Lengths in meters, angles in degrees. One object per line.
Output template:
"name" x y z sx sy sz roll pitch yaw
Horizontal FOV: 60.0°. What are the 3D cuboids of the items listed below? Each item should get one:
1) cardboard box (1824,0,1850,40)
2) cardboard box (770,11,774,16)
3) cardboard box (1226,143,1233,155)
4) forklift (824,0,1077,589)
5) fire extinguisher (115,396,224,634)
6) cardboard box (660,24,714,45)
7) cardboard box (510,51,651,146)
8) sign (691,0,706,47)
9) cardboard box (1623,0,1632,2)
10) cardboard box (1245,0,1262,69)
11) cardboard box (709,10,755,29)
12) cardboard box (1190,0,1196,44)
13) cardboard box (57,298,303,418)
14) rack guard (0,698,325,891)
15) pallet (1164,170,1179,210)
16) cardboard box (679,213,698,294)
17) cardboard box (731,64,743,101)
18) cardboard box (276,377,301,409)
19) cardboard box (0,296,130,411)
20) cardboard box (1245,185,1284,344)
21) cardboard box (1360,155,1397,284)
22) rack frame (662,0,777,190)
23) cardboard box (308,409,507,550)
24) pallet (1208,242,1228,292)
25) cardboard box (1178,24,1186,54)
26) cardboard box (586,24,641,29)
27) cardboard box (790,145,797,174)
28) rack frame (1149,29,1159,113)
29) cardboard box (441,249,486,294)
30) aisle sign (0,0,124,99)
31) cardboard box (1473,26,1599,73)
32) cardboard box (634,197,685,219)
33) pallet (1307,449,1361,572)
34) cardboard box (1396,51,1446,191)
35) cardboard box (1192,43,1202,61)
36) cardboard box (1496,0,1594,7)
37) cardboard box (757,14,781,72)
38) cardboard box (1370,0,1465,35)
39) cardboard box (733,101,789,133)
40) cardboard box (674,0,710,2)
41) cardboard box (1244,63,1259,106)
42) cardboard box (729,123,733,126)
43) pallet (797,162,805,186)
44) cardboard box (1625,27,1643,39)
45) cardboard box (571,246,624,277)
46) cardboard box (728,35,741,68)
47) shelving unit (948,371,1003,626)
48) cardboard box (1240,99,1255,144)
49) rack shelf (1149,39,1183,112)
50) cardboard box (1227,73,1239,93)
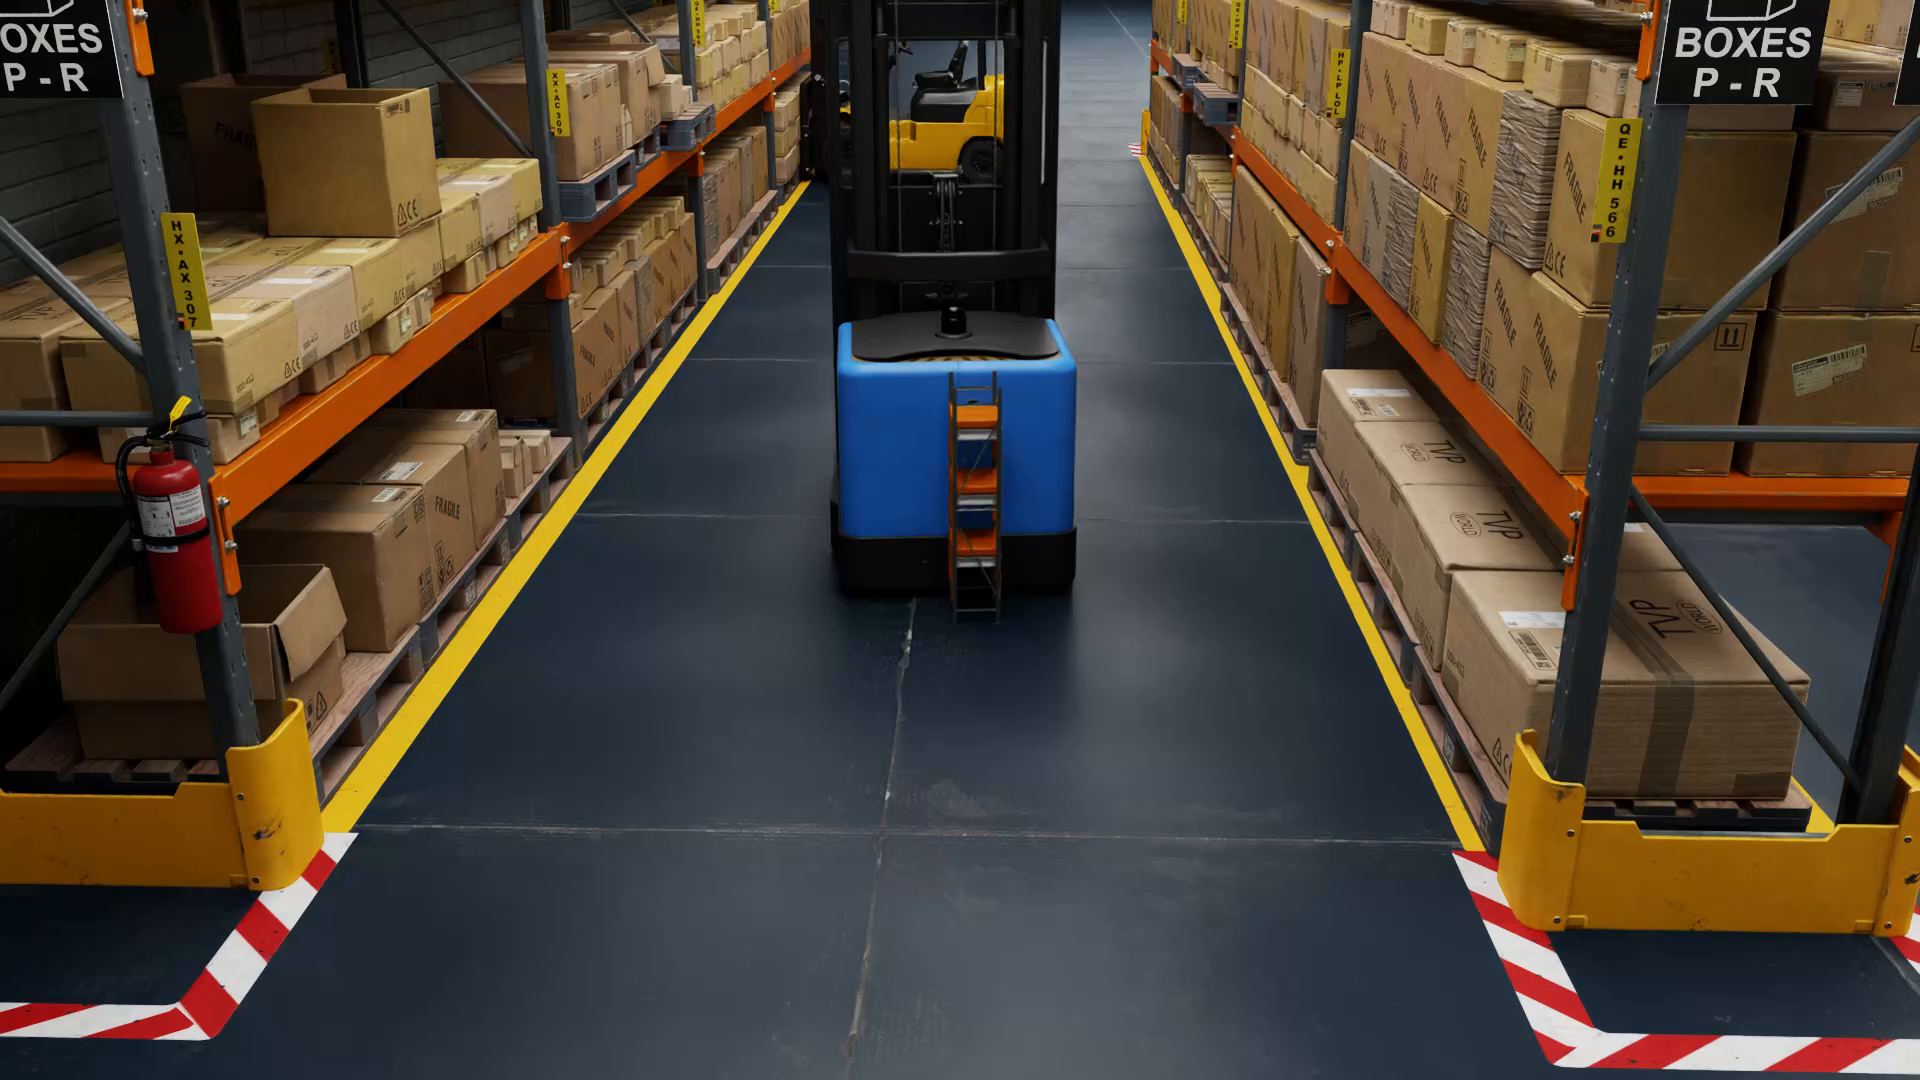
"cardboard box" 7.542 -4.390 13.677 0.700 0.500 0.500 0 21 1
"cardboard box" -2.036 -5.235 16.339 0.380 0.149 0.250 1 21 3
"cardboard box" 2.935 -4.100 16.634 0.500 0.500 0.500 2 21 4
"forklift" -0.097 -1.640 8.203 1.130 2.935 3.031 -1 21 -3
"fire extinguisher" -2.222 -0.073 4.692 0.296 0.674 0.183 1 21 2
"cardboard box" -2.148 -3.979 13.102 0.380 0.149 0.250 1 21 2
"cardboard box" -2.280 -2.673 10.053 0.700 0.500 0.500 1 21 1
"sign" -1.894 -3.734 12.014 0.100 0.325 0.005 1 21 2
"cardboard box" 7.592 -6.094 17.887 0.875 0.550 0.550 1 21 2
"cardboard box" 2.266 -3.517 11.427 0.500 0.500 0.500 0 21 0
"cardboard box" -2.028 -4.625 14.767 0.380 0.149 0.250 0 21 0
"cardboard box" 2.331 -4.660 14.762 0.500 0.500 0.500 1 21 2
"cardboard box" -2.397 -0.571 5.149 0.500 0.250 0.500 1 21 2
"rack guard" -2.677 0.797 5.284 1.175 0.500 0.348 1 21 2
"pallet" 2.632 -3.570 16.937 1.003 0.211 1.213 1 21 2
"cardboard box" -2.234 -2.109 12.192 0.500 0.500 0.500 1 21 3
"cardboard box" -2.132 -3.877 14.081 0.500 0.250 0.500 1 21 3
"cardboard box" -2.461 -0.528 5.589 0.380 0.149 0.250 0 21 1
"cardboard box" -2.931 -0.579 5.170 0.500 0.250 0.500 1 21 3
"cardboard box" 2.390 -1.814 10.915 0.875 0.875 0.875 1 21 2
"cardboard box" 2.108 -1.432 7.434 0.500 0.500 0.500 1 21 2
"rack frame" -2.315 -4.680 15.943 1.000 3.000 0.127 1 21 2
"cardboard box" -2.470 -0.275 7.467 0.700 0.500 0.500 0 21 0
"pallet" 2.550 -2.163 13.311 1.003 0.211 1.213 1 21 2
"cardboard box" 2.412 -4.975 16.155 0.500 0.500 0.500 0 21 0
"cardboard box" -2.726 -3.981 13.107 0.380 0.149 0.250 0 21 1
"cardboard box" -1.969 -3.949 17.280 0.500 0.250 0.500 0 21 0
"rack frame" 2.769 -6.073 19.533 1.000 3.000 0.127 1 21 2
"cardboard box" -2.300 -1.176 7.261 0.380 0.149 0.250 0 21 1
"aisle sign" -2.388 -1.525 4.219 0.394 0.787 0.004 1 21 2
"cardboard box" 2.103 -1.791 6.082 0.380 0.149 0.250 1 21 3
"cardboard box" -2.198 -2.385 12.007 0.380 0.149 0.250 0 21 -1
"pallet" 2.302 -0.160 8.149 1.003 0.211 1.213 1 21 2
"cardboard box" 2.098 -1.710 6.768 0.500 0.500 0.500 1 21 3
"cardboard box" 2.298 -4.419 15.037 0.380 0.149 0.250 1 21 3
"cardboard box" 2.712 -2.434 7.739 0.380 0.149 0.250 0 21 1
"cardboard box" -2.040 -4.884 16.331 0.500 0.500 0.500 0 21 0
"cardboard box" 2.135 -2.438 7.748 0.380 0.149 0.250 0 21 1
"cardboard box" -1.986 -4.231 16.626 0.500 0.250 0.500 0 21 1
"cardboard box" -2.607 -5.286 16.060 0.380 0.149 0.250 1 21 2
"cardboard box" 2.263 -3.163 11.550 0.500 0.250 0.500 0 21 1
"cardboard box" -2.493 -4.240 16.648 0.500 0.250 0.500 1 21 3
"pallet" -2.214 -4.109 18.327 1.003 0.211 1.213 1 21 2
"cardboard box" 2.659 -1.788 6.074 0.380 0.149 0.250 0 21 0
"cardboard box" -2.304 -1.720 10.292 0.380 0.149 0.250 1 21 4
"cardboard box" -2.138 -4.109 13.990 0.500 0.250 0.500 1 21 2
"shelving unit" 0.062 -0.170 7.016 0.215 1.050 0.252 -1 21 -3
"cardboard box" 2.259 -2.936 11.657 0.500 0.250 0.500 0 21 1
"rack shelf" 2.708 -5.014 17.800 1.077 0.370 4.000 1 21 2
"cardboard box" 2.236 -3.478 12.612 0.380 0.149 0.250 1 21 2
